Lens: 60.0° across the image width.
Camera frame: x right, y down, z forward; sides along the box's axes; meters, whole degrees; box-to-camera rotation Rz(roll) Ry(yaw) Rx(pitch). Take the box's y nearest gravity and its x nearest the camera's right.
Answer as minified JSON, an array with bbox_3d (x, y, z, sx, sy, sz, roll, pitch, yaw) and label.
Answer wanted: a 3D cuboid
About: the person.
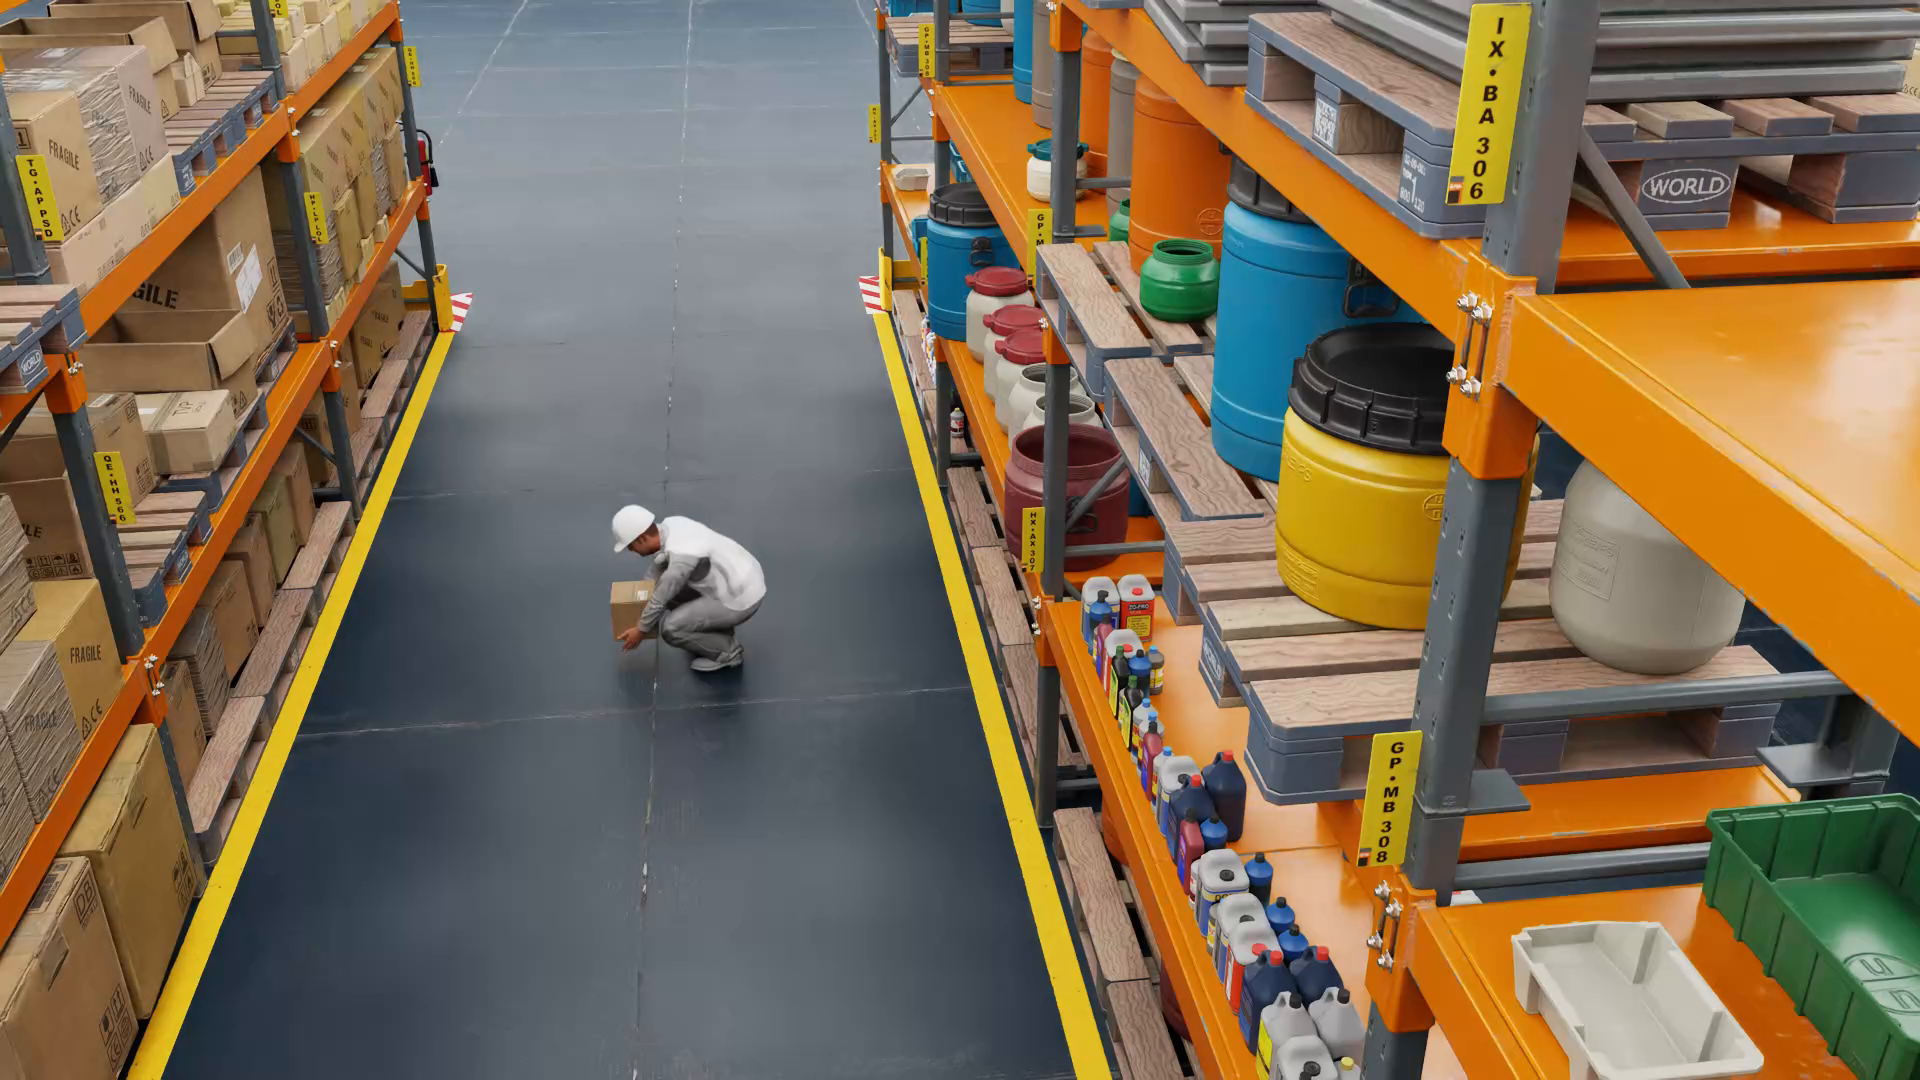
[{"bbox_3d":[-1.537,0.233,9.462,0.851,1.020,0.518,-4,27,-8],"label":"person"}]
